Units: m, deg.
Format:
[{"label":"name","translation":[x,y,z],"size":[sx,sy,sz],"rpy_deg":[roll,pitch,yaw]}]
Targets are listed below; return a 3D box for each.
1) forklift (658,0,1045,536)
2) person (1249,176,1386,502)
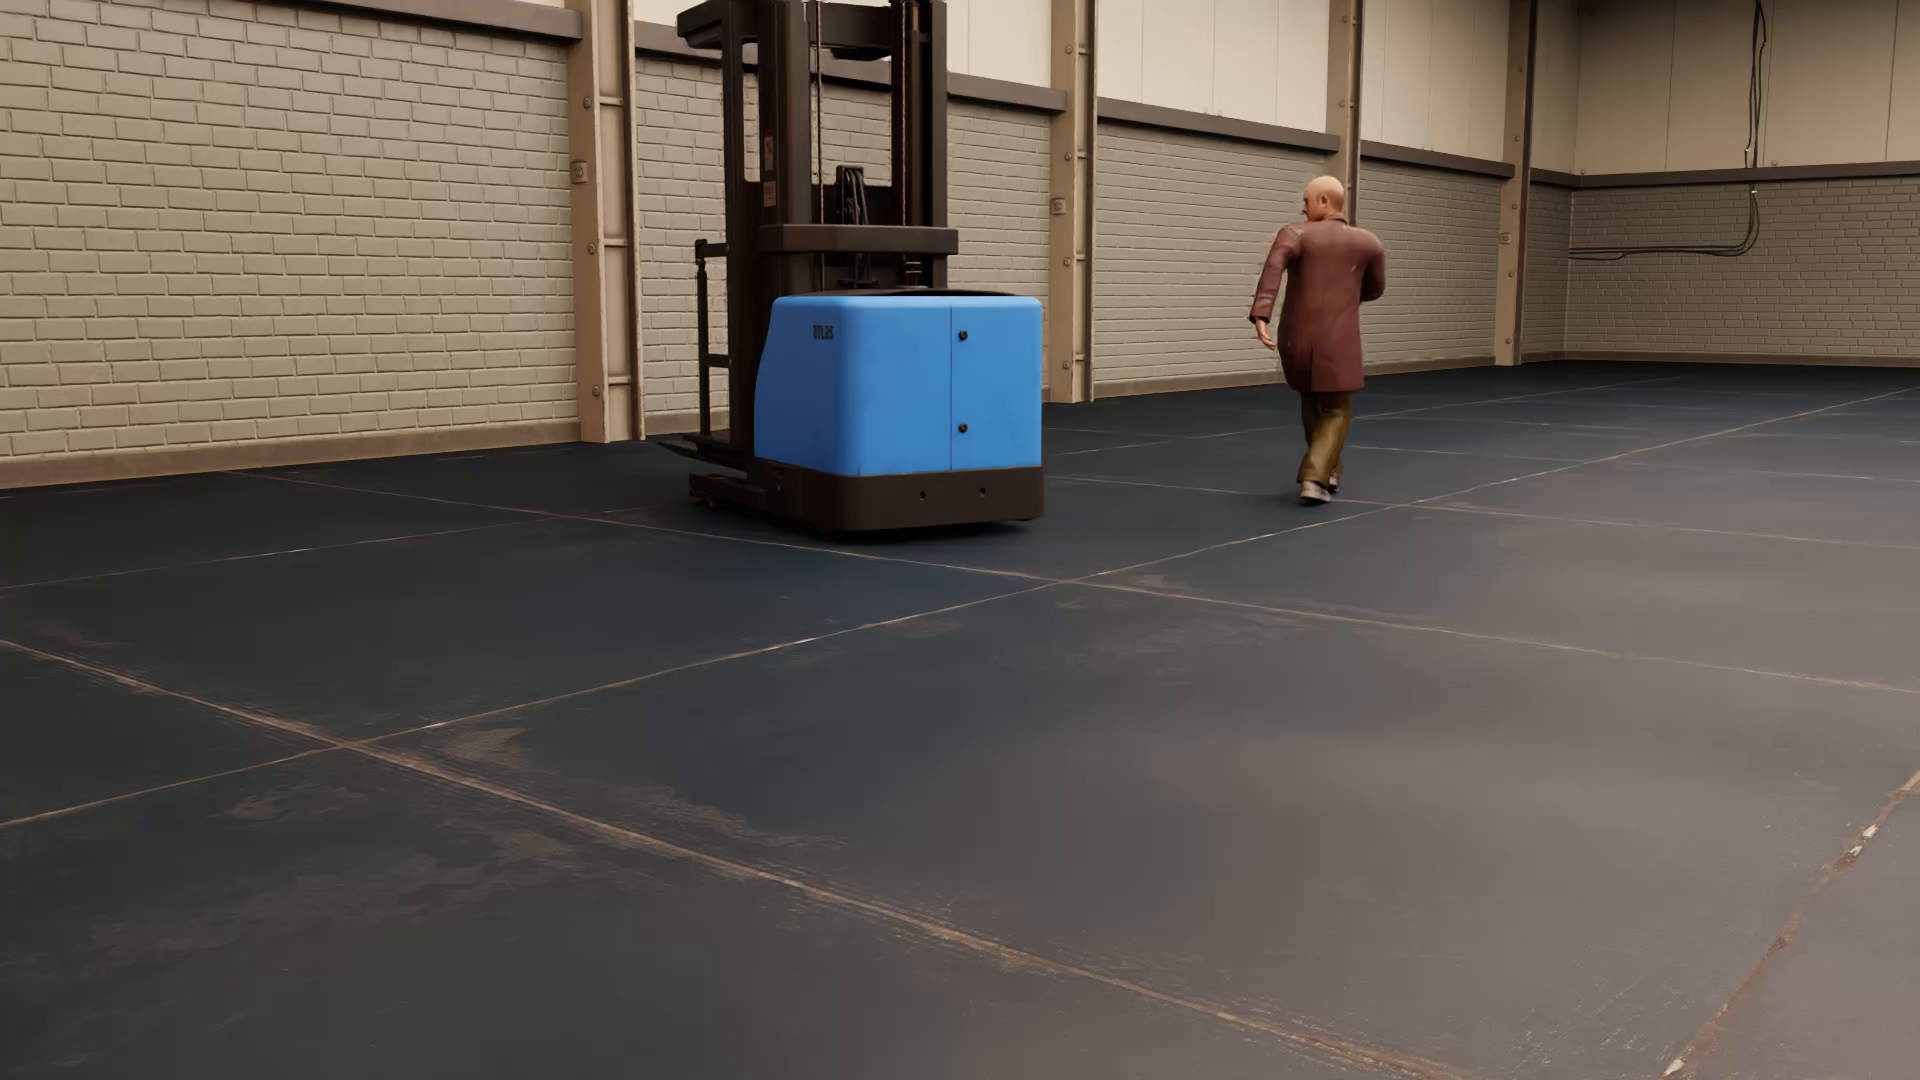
[{"label":"forklift","translation":[-0.762,-1.640,8.489],"size":[1.130,2.935,3.031],"rpy_deg":[-5,9,-28]},{"label":"person","translation":[1.918,-1.047,8.820],"size":[0.613,1.731,1.009],"rpy_deg":[3,9,21]}]
